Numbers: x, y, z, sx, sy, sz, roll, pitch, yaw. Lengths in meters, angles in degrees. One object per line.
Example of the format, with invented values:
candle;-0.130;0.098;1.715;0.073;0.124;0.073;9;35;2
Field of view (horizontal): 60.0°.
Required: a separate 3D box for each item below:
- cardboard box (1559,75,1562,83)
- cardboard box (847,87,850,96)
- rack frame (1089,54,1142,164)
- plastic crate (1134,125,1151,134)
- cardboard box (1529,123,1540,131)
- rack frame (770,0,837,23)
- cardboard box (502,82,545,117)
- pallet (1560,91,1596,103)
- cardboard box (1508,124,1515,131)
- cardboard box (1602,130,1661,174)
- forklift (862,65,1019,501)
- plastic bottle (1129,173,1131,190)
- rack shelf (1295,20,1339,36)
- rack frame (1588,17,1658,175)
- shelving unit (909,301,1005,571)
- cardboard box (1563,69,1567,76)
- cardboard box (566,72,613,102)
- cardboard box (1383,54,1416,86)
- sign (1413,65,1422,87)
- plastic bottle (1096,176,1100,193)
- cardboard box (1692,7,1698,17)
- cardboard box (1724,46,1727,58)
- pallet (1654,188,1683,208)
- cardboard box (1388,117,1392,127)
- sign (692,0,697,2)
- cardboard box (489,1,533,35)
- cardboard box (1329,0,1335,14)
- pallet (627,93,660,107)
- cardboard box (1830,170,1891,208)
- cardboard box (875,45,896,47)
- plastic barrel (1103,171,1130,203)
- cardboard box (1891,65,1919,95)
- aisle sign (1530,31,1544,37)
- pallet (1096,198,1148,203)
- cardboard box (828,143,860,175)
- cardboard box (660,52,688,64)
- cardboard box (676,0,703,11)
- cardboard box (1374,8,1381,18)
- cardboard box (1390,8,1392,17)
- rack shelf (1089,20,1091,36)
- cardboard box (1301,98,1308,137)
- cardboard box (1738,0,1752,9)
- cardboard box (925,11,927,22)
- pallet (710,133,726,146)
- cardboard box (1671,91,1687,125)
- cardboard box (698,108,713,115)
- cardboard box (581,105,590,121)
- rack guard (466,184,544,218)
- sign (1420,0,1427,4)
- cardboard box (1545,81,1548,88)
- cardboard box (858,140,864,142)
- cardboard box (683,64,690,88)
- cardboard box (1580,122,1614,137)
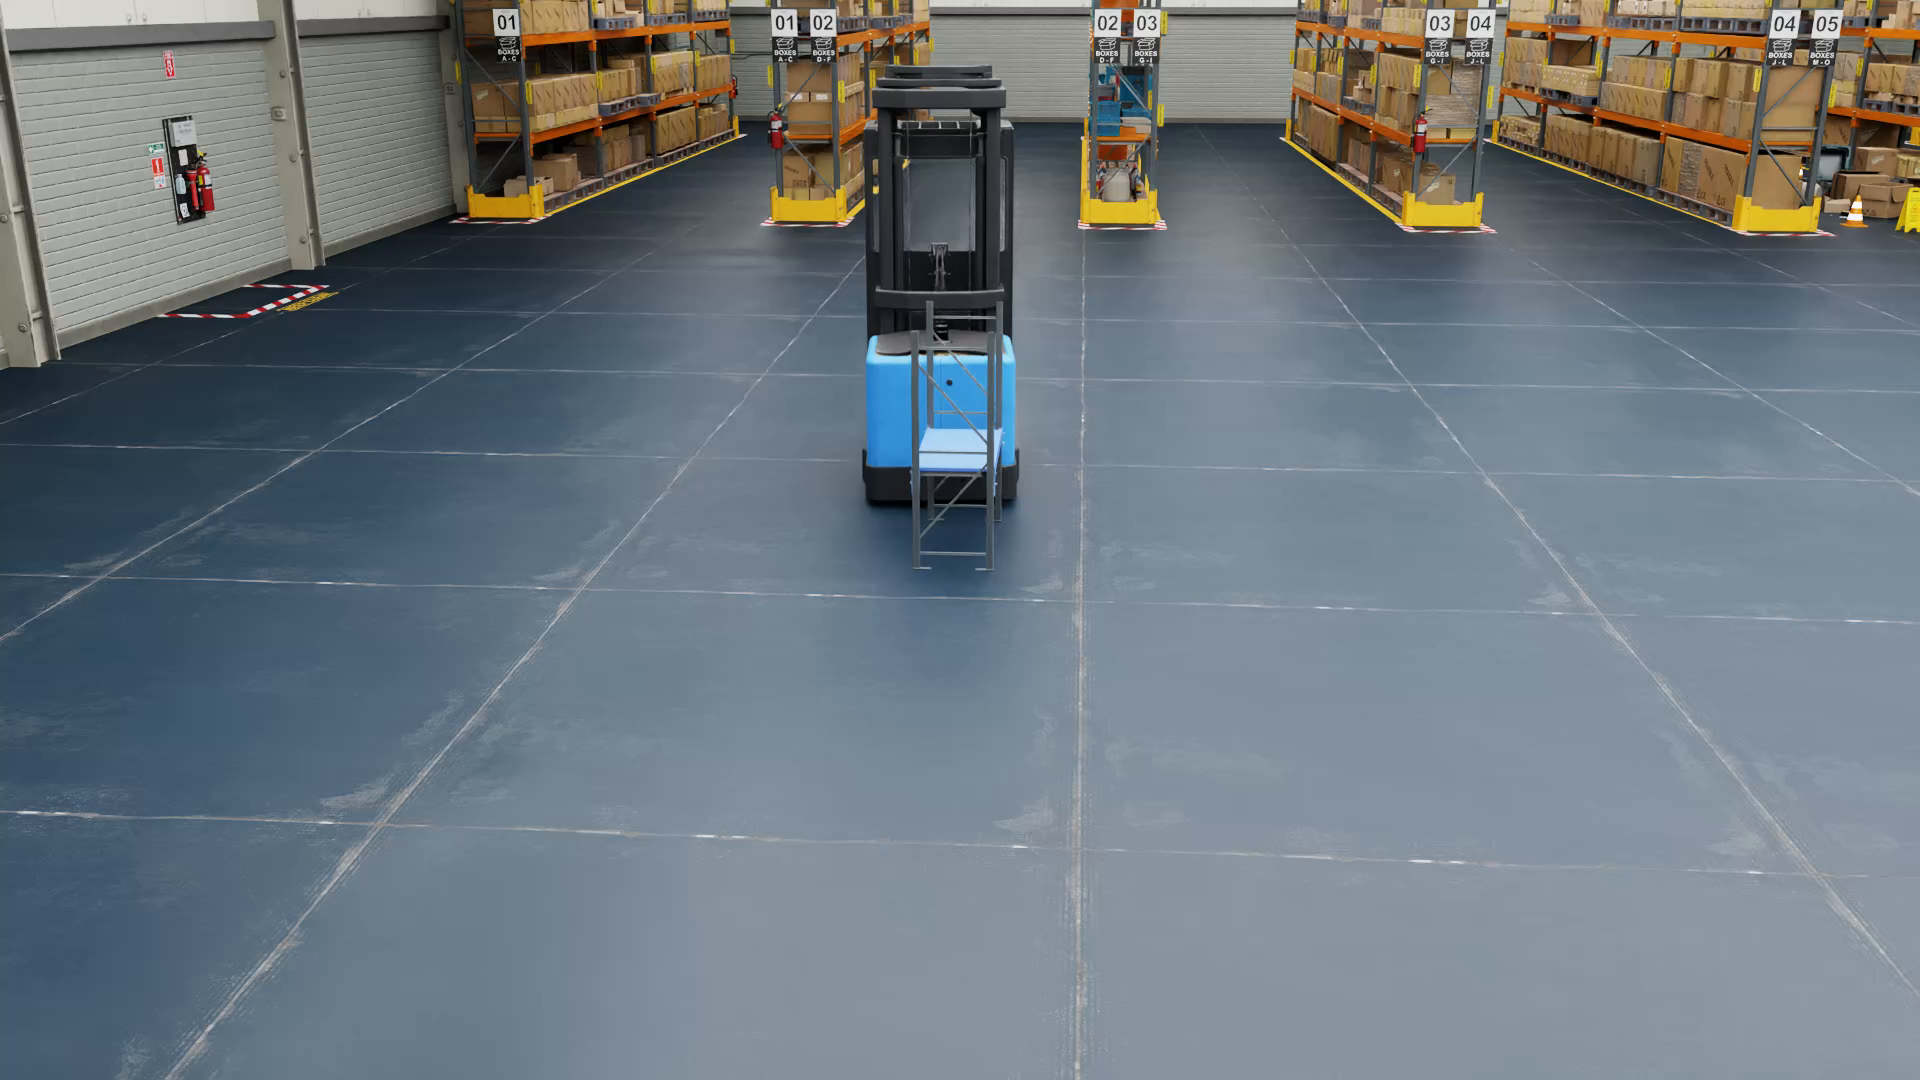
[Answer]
cardboard box;12.705;-9.598;34.649;0.380;0.149;0.250;1;18;3
cardboard box;-2.045;-7.484;27.743;0.380;0.149;0.250;1;18;4
rack frame;3.115;-8.907;33.287;1.000;3.000;0.127;1;18;4
plastic crate;2.926;-6.567;26.572;0.298;0.136;0.250;1;18;4
cardboard box;13.037;-9.298;37.430;0.380;0.149;0.250;1;18;3
rack frame;-2.399;-9.385;25.112;1.000;3.000;0.127;1;18;4
cardboard box;-7.007;-7.079;26.715;0.500;0.500;0.500;1;18;4
pallet;13.096;-9.179;34.425;1.003;0.211;1.213;1;18;4
cardboard box;13.143;-9.729;39.223;0.380;0.149;0.250;2;18;6
cardboard box;12.802;-7.326;31.401;1.050;0.750;0.750;2;18;5
forklift;-0.157;-2.070;12.534;1.130;2.935;3.031;0;18;-1
plastic bottle;2.910;-6.168;28.585;0.061;0.283;0.133;1;18;4
rack shelf;8.485;-11.743;38.282;1.077;0.370;4.000;1;18;4
rack frame;12.995;-8.654;32.516;1.000;3.000;0.127;1;18;4
shelving unit;-0.006;-0.686;10.609;0.538;1.500;1.048;1;18;4
cardboard box;12.687;-9.662;34.365;0.380;0.149;0.250;2;18;6
cardboard box;-6.936;-8.473;31.096;0.700;0.500;0.500;3;18;10
cardboard box;7.448;-7.928;28.058;0.500;0.500;0.500;1;18;4
sign;6.929;-7.030;25.195;0.100;0.325;0.005;1;18;4
plastic bottle;2.281;-5.995;28.068;0.152;0.276;0.135;1;18;4
cardboard box;12.307;-8.701;27.412;0.380;0.149;0.250;1;18;4
cardboard box;18.164;-11.279;38.761;0.500;0.500;0.500;1;18;2
pallet;12.575;-5.852;28.444;1.003;0.211;1.213;1;18;4
cardboard box;7.387;-6.986;27.828;0.380;0.149;0.250;1;18;4
sign;-5.938;-12.182;37.129;0.100;0.325;0.005;1;18;4
cardboard box;-7.067;-8.224;26.194;0.500;0.500;0.500;2;18;5
cardboard box;8.310;-11.531;35.643;0.700;0.500;0.500;2;18;5
pallet;-6.712;-8.813;33.310;1.213;0.211;1.003;1;18;4
cardboard box;15.025;-5.861;27.784;0.797;0.637;0.503;1;18;4
cardboard box;-1.727;-11.105;38.231;0.500;0.500;0.500;1;18;3
plastic barrel;2.512;-5.645;26.656;0.421;0.512;0.421;0;18;0
cardboard box;17.614;-8.502;30.739;0.500;0.500;0.500;2;18;5
aisle sign;13.873;-12.390;39.743;0.394;0.787;0.004;1;18;4
pallet;2.563;-5.374;26.984;1.003;0.211;1.213;1;18;4
cardboard box;-2.007;-6.566;28.681;0.500;0.500;0.500;1;18;4
cardboard box;-6.305;-10.615;36.628;0.500;0.250;0.500;2;18;5
cardboard box;-6.168;-12.180;37.866;0.500;0.250;0.500;1;18;4
cardboard box;7.803;-9.652;30.447;0.380;0.166;0.250;1;18;2
cardboard box;7.486;-8.919;28.109;0.380;0.149;0.250;0;18;1
rack shelf;3.545;-11.854;38.619;1.077;0.370;4.000;1;18;4
cardboard box;8.597;-9.987;39.324;0.875;0.875;0.875;1;18;4
cardboard box;12.214;-8.226;25.320;0.500;0.250;0.500;1;18;4
cardboard box;-1.073;-12.537;39.789;0.500;0.250;0.500;1;18;4
pallet;-6.263;-9.659;40.063;1.003;0.211;1.213;1;18;4
cardboard box;12.693;-7.368;28.351;0.875;0.550;0.550;1;18;4
cardboard box;-6.081;-10.184;39.485;0.380;0.149;0.250;1;18;2
cardboard box;-6.829;-7.515;29.250;0.500;0.250;0.500;1;18;4
rack guard;-7.335;-5.479;26.841;1.175;0.500;0.348;1;18;4
sign;6.929;-8.176;24.819;0.100;0.325;0.005;1;18;4
cardboard box;12.780;-9.778;35.676;0.380;0.149;0.250;2;18;5
cardboard box;-1.726;-7.536;31.945;0.500;0.311;0.500;2;18;5
cardboard box;-6.289;-10.261;36.750;0.500;0.500;0.500;1;18;4
cardboard box;12.782;-8.240;33.390;0.500;0.250;0.500;1;18;3
